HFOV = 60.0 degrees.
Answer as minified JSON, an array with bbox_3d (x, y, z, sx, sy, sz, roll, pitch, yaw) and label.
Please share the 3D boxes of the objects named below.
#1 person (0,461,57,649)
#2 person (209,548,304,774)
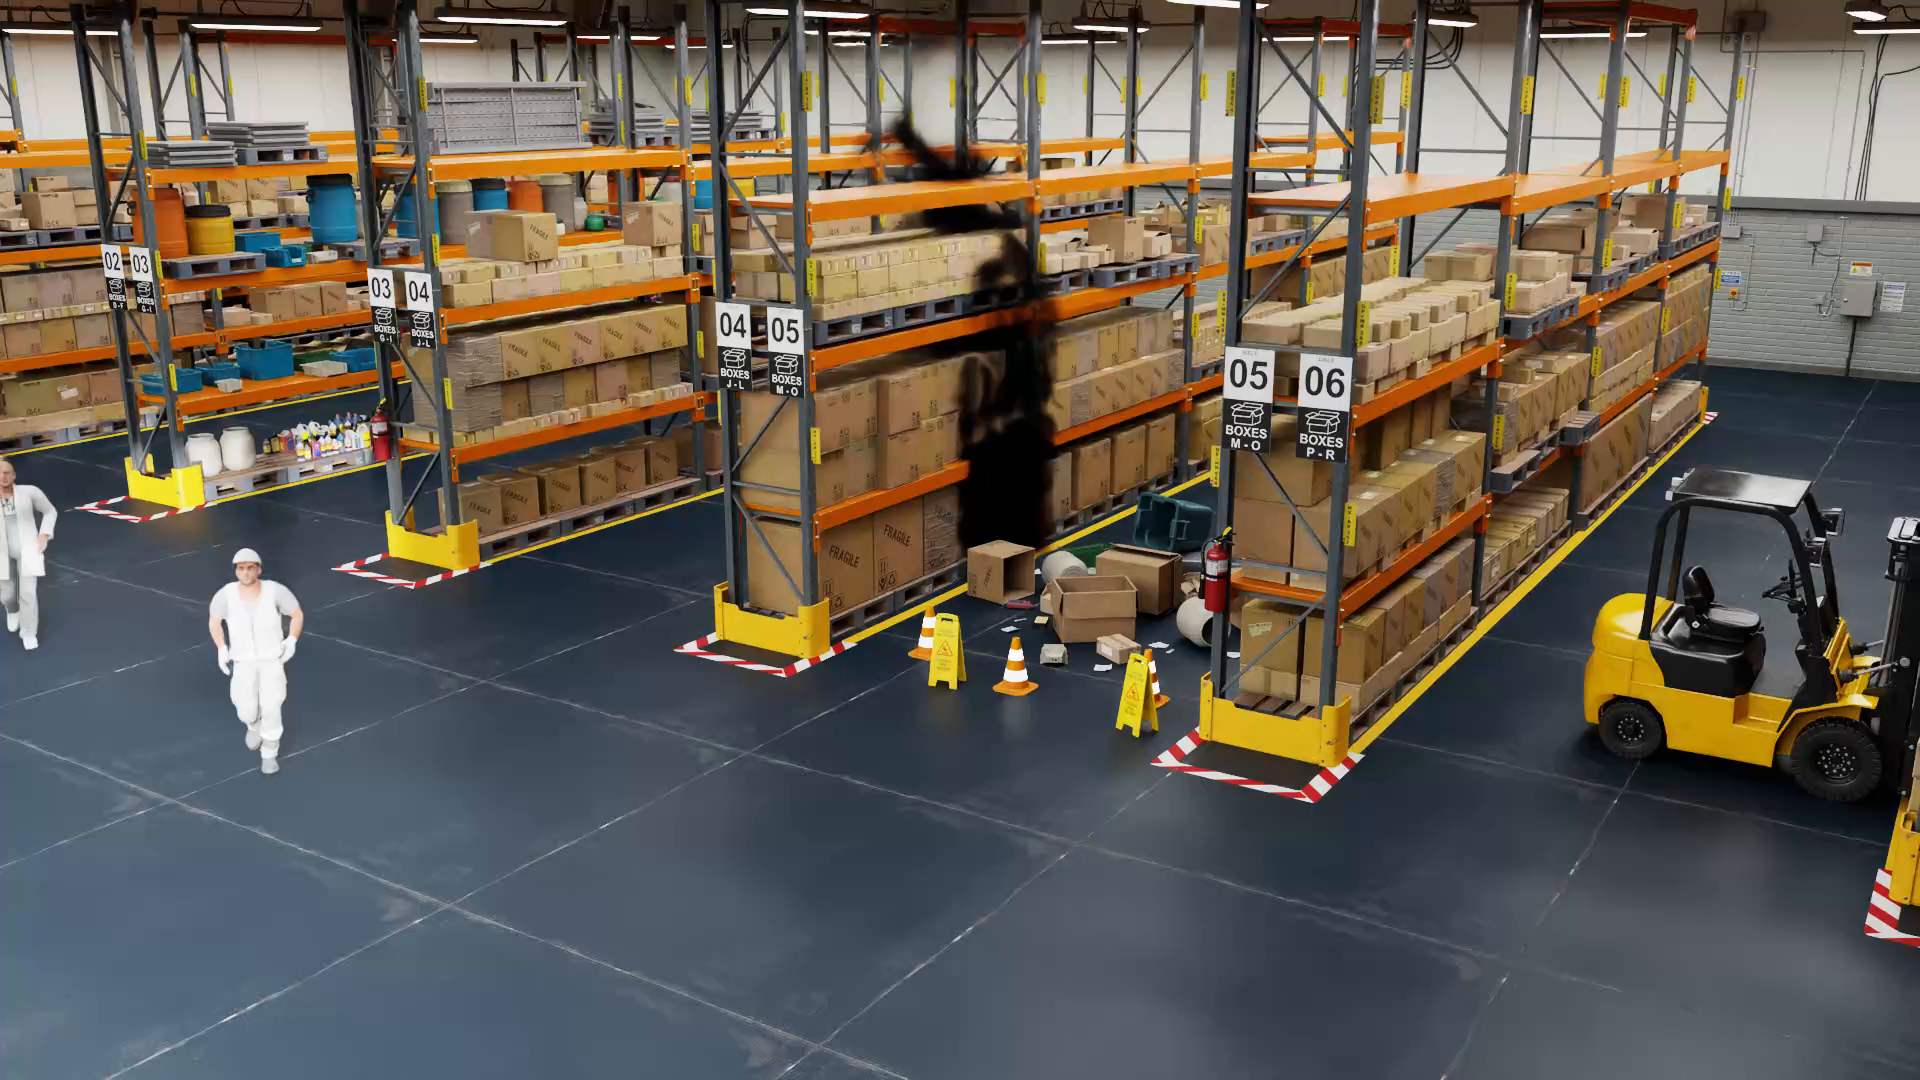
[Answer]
[{"bbox_3d":[-8.826,0.114,15.578,0.736,1.755,0.621,-8,17,-26],"label":"person"},{"bbox_3d":[-5.374,0.896,12.754,0.657,1.756,0.593,-5,16,-19],"label":"person"}]
